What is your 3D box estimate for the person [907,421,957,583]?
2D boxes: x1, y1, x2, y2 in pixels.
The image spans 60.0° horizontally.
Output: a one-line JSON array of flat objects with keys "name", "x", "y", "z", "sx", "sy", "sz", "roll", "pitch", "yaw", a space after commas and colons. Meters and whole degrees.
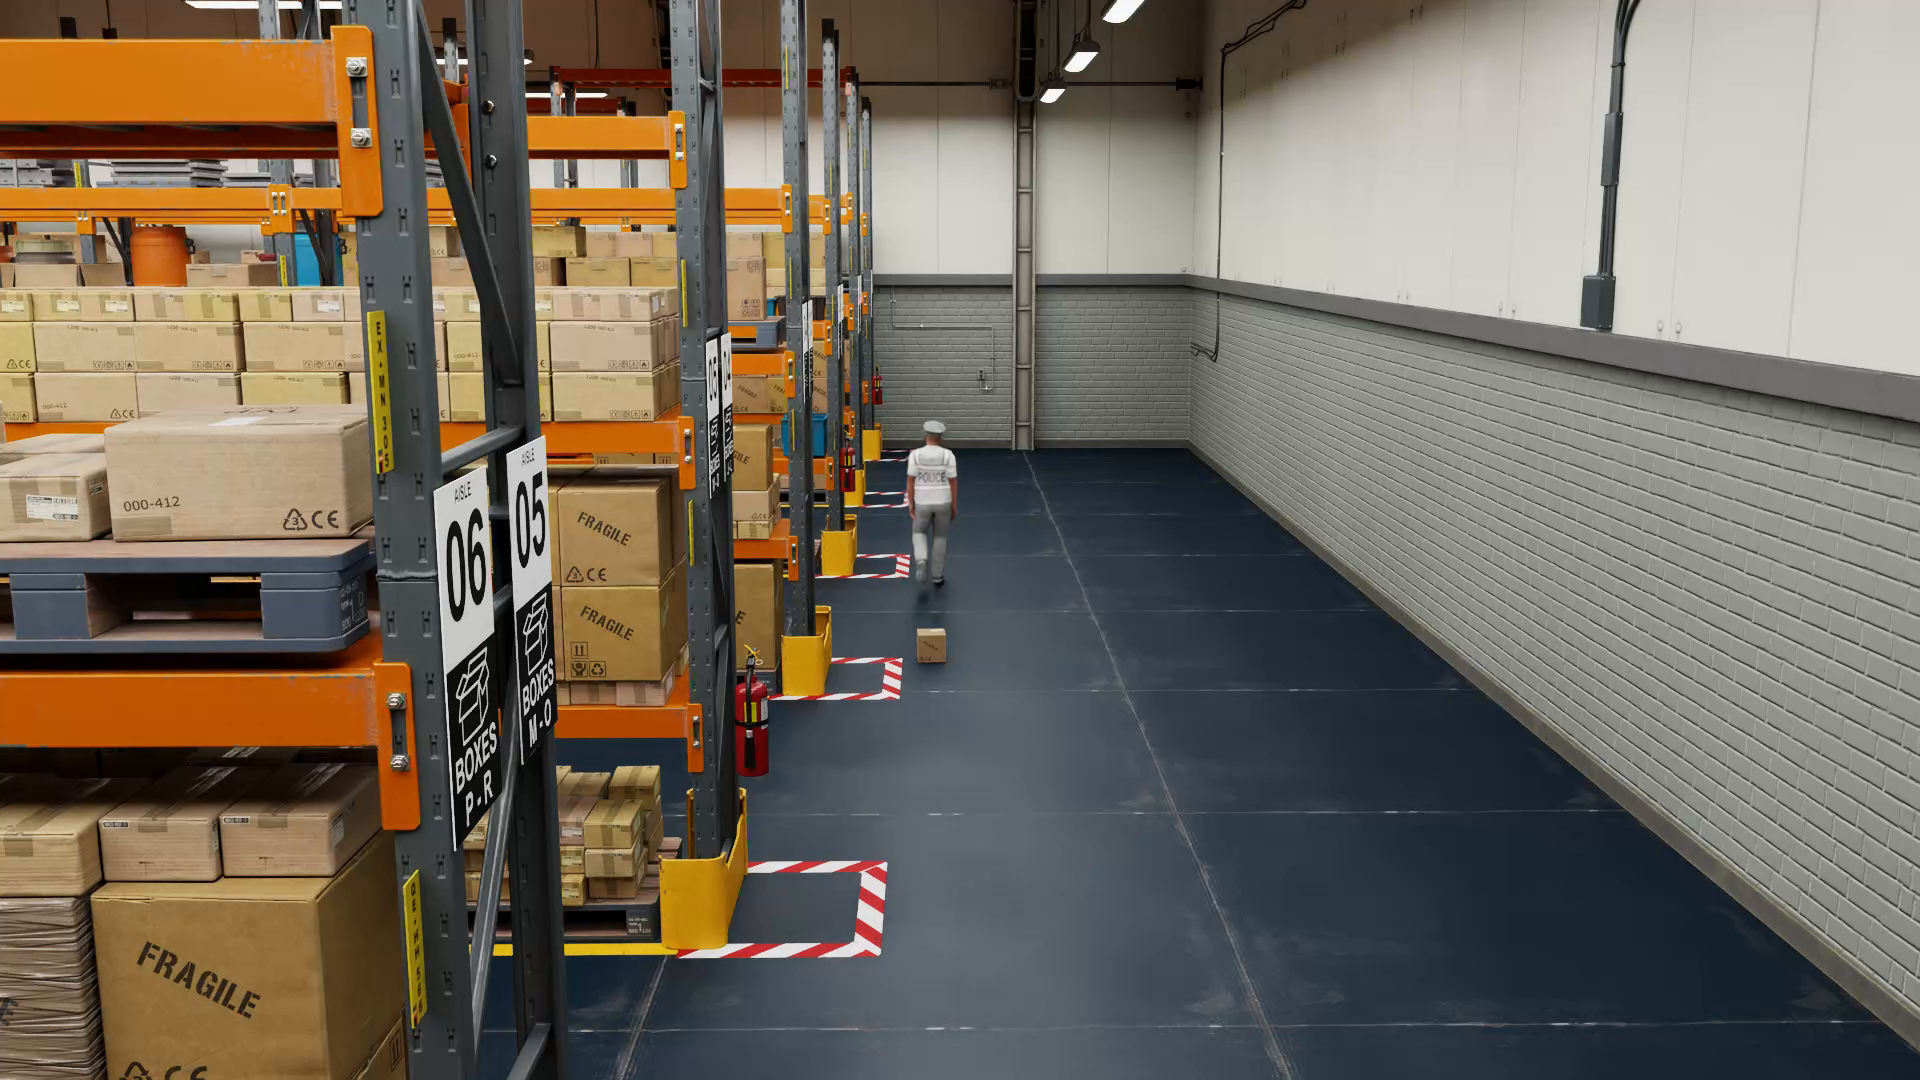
[{"name": "person", "x": -0.298, "y": -0.407, "z": 17.945, "sx": 0.537, "sy": 1.761, "sz": 0.516, "roll": 0, "pitch": 10, "yaw": 2}]
